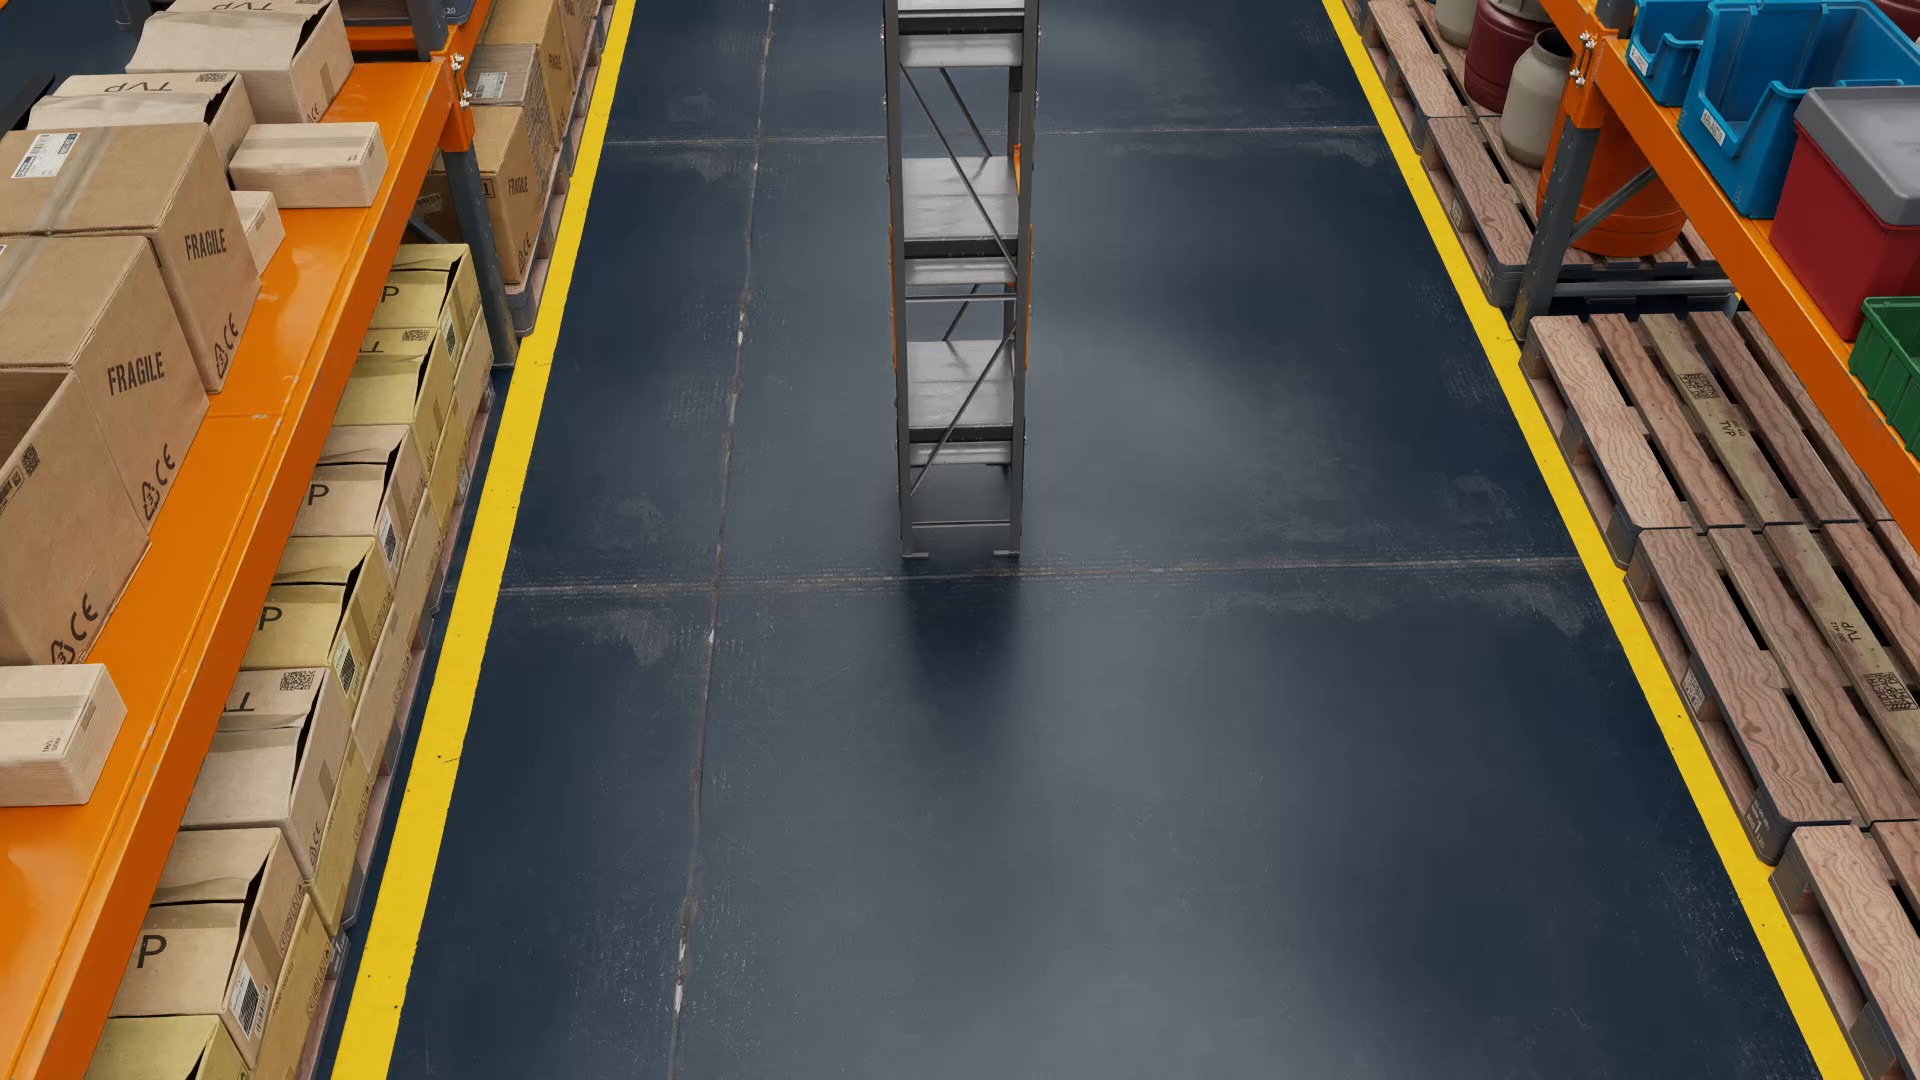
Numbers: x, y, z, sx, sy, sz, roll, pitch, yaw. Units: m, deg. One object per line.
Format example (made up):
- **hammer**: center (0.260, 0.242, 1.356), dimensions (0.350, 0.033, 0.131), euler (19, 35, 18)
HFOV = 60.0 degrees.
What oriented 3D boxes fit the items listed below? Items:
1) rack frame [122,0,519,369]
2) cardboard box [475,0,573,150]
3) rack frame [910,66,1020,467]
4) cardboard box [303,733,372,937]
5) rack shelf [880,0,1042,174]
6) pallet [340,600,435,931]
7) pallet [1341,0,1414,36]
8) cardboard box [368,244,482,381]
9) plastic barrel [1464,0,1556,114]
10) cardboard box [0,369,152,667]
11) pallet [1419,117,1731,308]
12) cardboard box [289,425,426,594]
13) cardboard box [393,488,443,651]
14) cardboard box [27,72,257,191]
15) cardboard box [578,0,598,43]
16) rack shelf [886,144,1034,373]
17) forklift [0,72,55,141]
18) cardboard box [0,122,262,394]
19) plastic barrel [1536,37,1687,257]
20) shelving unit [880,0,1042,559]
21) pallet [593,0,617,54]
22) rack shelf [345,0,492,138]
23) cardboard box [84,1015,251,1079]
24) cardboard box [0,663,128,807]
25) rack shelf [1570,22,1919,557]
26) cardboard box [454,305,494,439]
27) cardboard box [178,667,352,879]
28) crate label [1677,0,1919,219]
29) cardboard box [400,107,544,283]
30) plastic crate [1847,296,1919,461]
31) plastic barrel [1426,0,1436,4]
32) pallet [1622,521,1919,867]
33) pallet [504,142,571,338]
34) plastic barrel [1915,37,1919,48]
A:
- **rack frame**: center (-2.239, -1.801, 5.495), dimensions (1.000, 3.000, 0.127), euler (-2, 43, -2)
- **cardboard box**: center (-2.016, -2.049, 7.290), dimensions (0.500, 0.500, 0.500), euler (-2, 43, -2)
- **rack frame**: center (-0.017, -1.051, 5.342), dimensions (0.400, 2.100, 0.015), euler (-2, 43, -2)
- **cardboard box**: center (-1.883, 0.784, 4.399), dimensions (0.500, 0.250, 0.500), euler (-3, 43, -3)
- **rack shelf**: center (-0.007, -1.392, 4.699), dimensions (0.431, 0.518, 0.480), euler (-2, 43, -2)
- **pallet**: center (-2.194, 0.605, 4.934), dimensions (1.003, 0.211, 1.213), euler (-2, 43, -2)
- **pallet**: center (2.532, -3.091, 8.966), dimensions (1.003, 0.211, 1.213), euler (-2, 43, -2)
- **cardboard box**: center (-1.970, -0.803, 5.715), dimensions (0.500, 0.311, 0.500), euler (-1, 43, -1)
- **plastic barrel**: center (2.625, -2.299, 7.512), dimensions (0.600, 0.588, 0.708), euler (-2, 43, -2)
- **cardboard box**: center (-2.107, -0.012, 3.470), dimensions (0.500, 0.500, 0.500), euler (1, 43, 1)
- **pallet**: center (2.635, -1.444, 7.169), dimensions (1.003, 0.211, 1.213), euler (-2, 43, -2)
- **cardboard box**: center (-1.923, -0.111, 4.960), dimensions (0.500, 0.311, 0.500), euler (-2, 43, -2)
- **cardboard box**: center (-1.929, 0.093, 5.153), dimensions (0.500, 0.250, 0.500), euler (-1, 43, -1)
- **cardboard box**: center (-2.394, -1.159, 4.861), dimensions (0.500, 0.311, 0.500), euler (-2, 43, -2)
- **cardboard box**: center (-2.068, -2.745, 8.049), dimensions (0.500, 0.500, 0.500), euler (-1, 43, -1)
- **rack shelf**: center (-0.007, -0.876, 5.172), dimensions (0.431, 0.518, 0.480), euler (-2, 43, -2)
- **forklift**: center (-4.562, -2.090, 5.861), dimensions (1.130, 2.935, 3.031), euler (-1, 43, -1)
- **cardboard box**: center (-2.151, -0.706, 4.226), dimensions (0.500, 0.500, 0.500), euler (-4, 43, -4)
- **plastic barrel**: center (2.673, -1.625, 6.599), dimensions (0.600, 0.830, 0.708), euler (-2, 43, -2)
- **shelving unit**: center (-0.007, -0.886, 5.162), dimensions (0.431, 2.100, 0.503), euler (-2, 43, -2)
- **pallet**: center (-2.336, -2.926, 8.786), dimensions (1.003, 0.211, 1.213), euler (-2, 43, -2)
- **rack shelf**: center (-2.324, -2.886, 7.211), dimensions (1.077, 0.370, 4.000), euler (-2, 43, -2)
- **cardboard box**: center (-1.837, 1.265, 3.459), dimensions (0.500, 0.311, 0.500), euler (-2, 43, -2)
- **cardboard box**: center (-1.902, 0.388, 3.293), dimensions (0.380, 0.149, 0.250), euler (-2, 43, -2)
- **rack shelf**: center (2.795, -0.325, 4.418), dimensions (1.077, 0.370, 4.000), euler (-2, 43, -2)
- **cardboard box**: center (-1.973, -0.594, 5.903), dimensions (0.500, 0.250, 0.500), euler (-1, 43, -1)
- **cardboard box**: center (-1.877, 0.578, 4.209), dimensions (0.500, 0.311, 0.500), euler (-3, 43, -3)
- **crate label**: center (2.482, -1.275, 4.895), dimensions (0.502, 0.435, 0.616), euler (-2, 43, -2)
- **cardboard box**: center (-1.972, -1.357, 6.535), dimensions (0.500, 0.500, 0.500), euler (0, 43, 0)
- **plastic crate**: center (2.524, -0.330, 4.047), dimensions (0.450, 0.188, 0.662), euler (-2, 43, -2)
- **plastic barrel**: center (2.577, -3.177, 8.238), dimensions (0.600, 0.901, 0.708), euler (-2, 43, -2)
- **pallet**: center (2.753, 0.433, 5.122), dimensions (1.003, 0.211, 1.213), euler (-2, 43, -2)
- **pallet**: center (-2.232, -1.278, 6.989), dimensions (1.003, 0.211, 1.213), euler (-2, 43, -2)
- **plastic barrel**: center (2.968, -1.294, 4.859), dimensions (0.421, 0.512, 0.421), euler (0, 43, 0)
